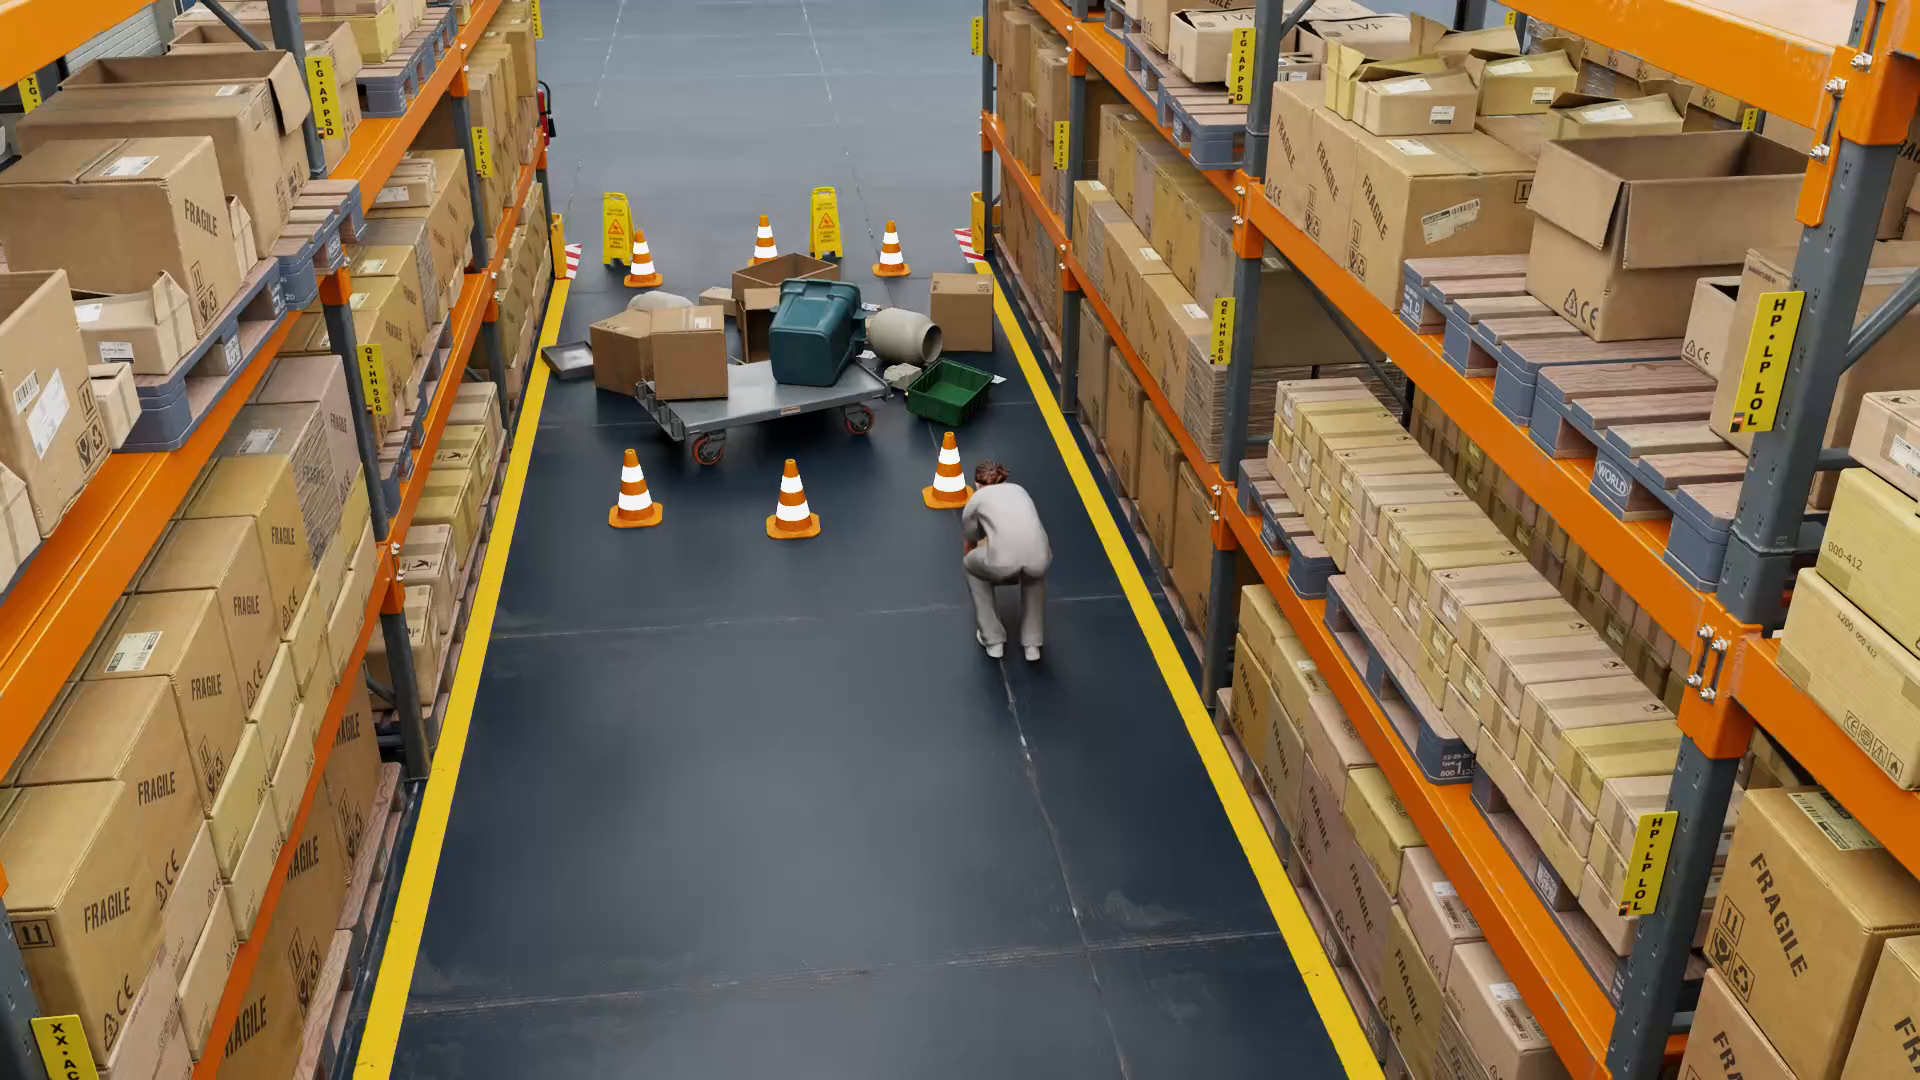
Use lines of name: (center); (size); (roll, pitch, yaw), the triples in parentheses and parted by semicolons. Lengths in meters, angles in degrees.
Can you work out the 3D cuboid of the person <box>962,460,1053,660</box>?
person: (0.251, 0.112, 9.179); (0.465, 0.964, 0.863); (-5, 28, -9)
